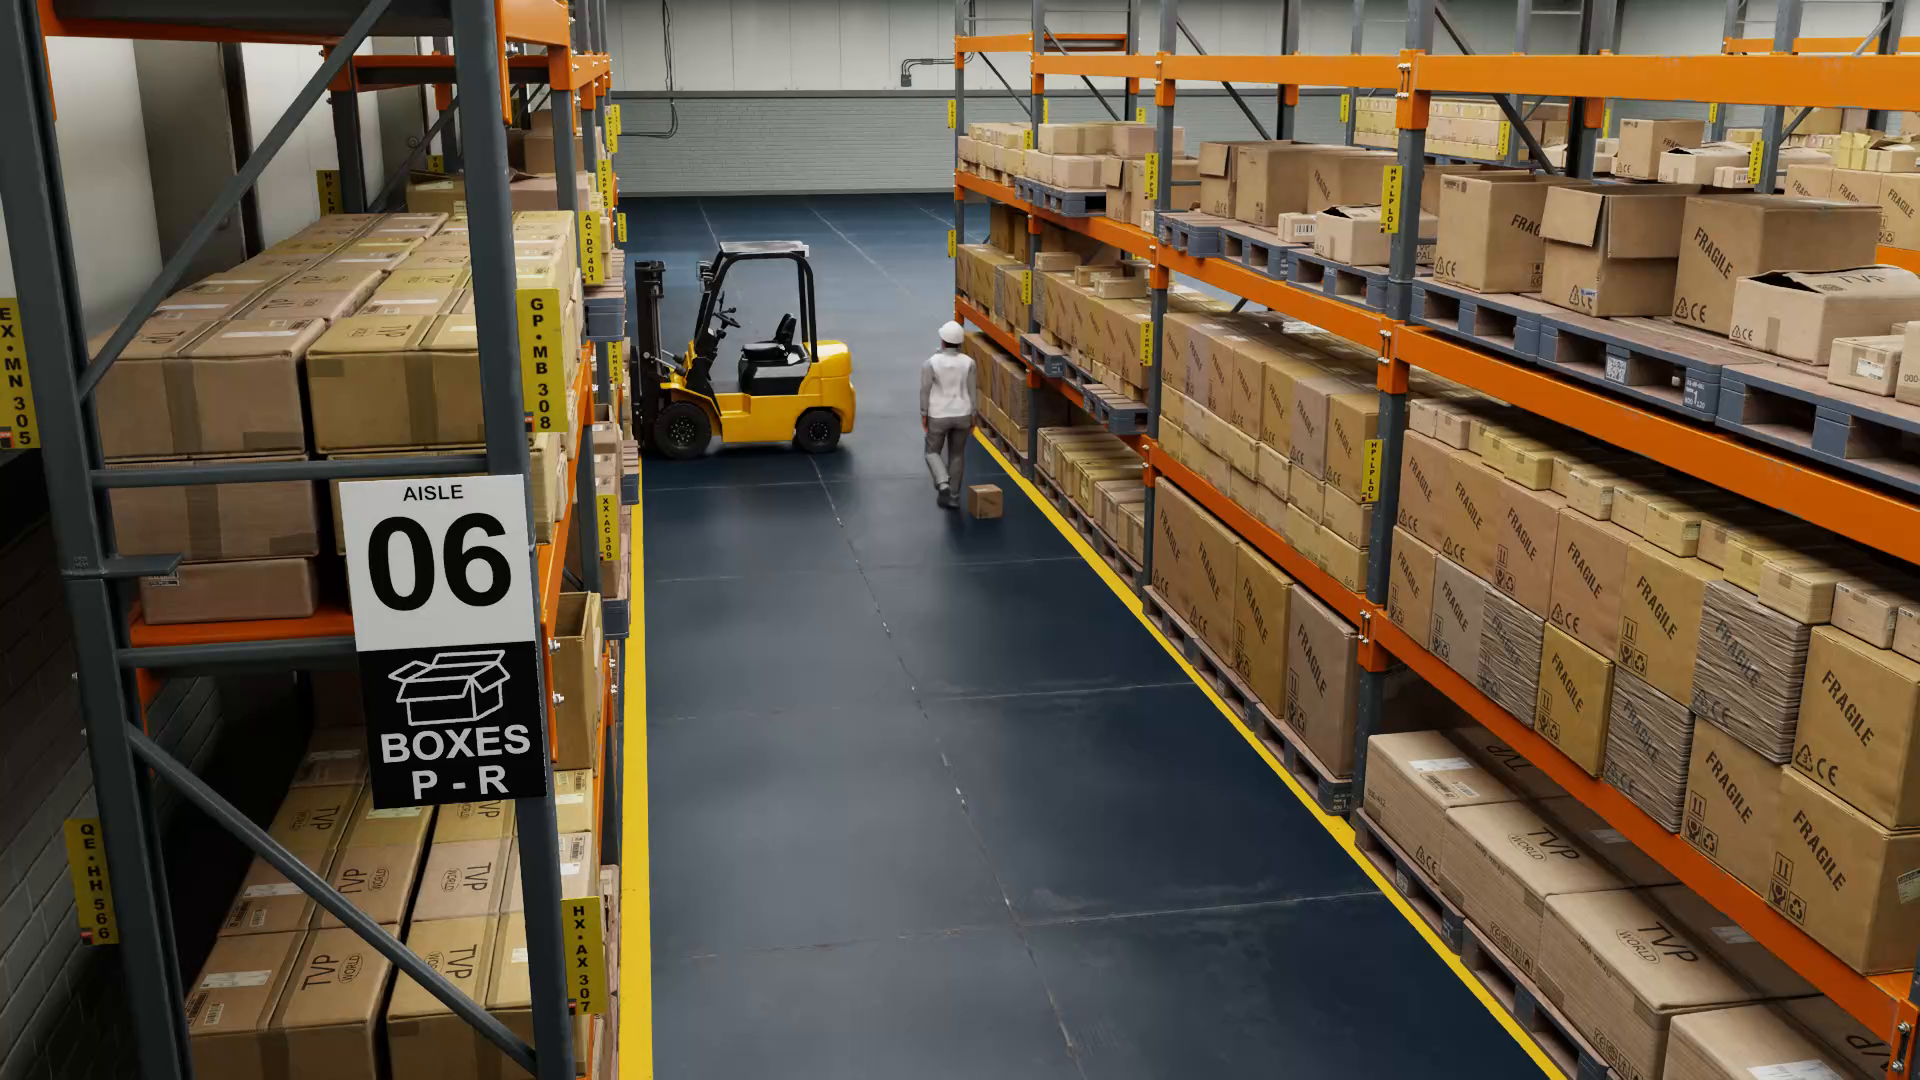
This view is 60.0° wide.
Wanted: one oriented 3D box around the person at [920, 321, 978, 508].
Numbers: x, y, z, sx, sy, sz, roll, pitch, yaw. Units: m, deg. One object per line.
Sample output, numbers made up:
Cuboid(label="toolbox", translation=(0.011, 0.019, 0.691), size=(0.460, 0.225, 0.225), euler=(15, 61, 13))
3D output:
Cuboid(label="person", translation=(-0.106, -1.146, 15.358), size=(0.541, 1.759, 0.625), euler=(-3, 17, -10))
